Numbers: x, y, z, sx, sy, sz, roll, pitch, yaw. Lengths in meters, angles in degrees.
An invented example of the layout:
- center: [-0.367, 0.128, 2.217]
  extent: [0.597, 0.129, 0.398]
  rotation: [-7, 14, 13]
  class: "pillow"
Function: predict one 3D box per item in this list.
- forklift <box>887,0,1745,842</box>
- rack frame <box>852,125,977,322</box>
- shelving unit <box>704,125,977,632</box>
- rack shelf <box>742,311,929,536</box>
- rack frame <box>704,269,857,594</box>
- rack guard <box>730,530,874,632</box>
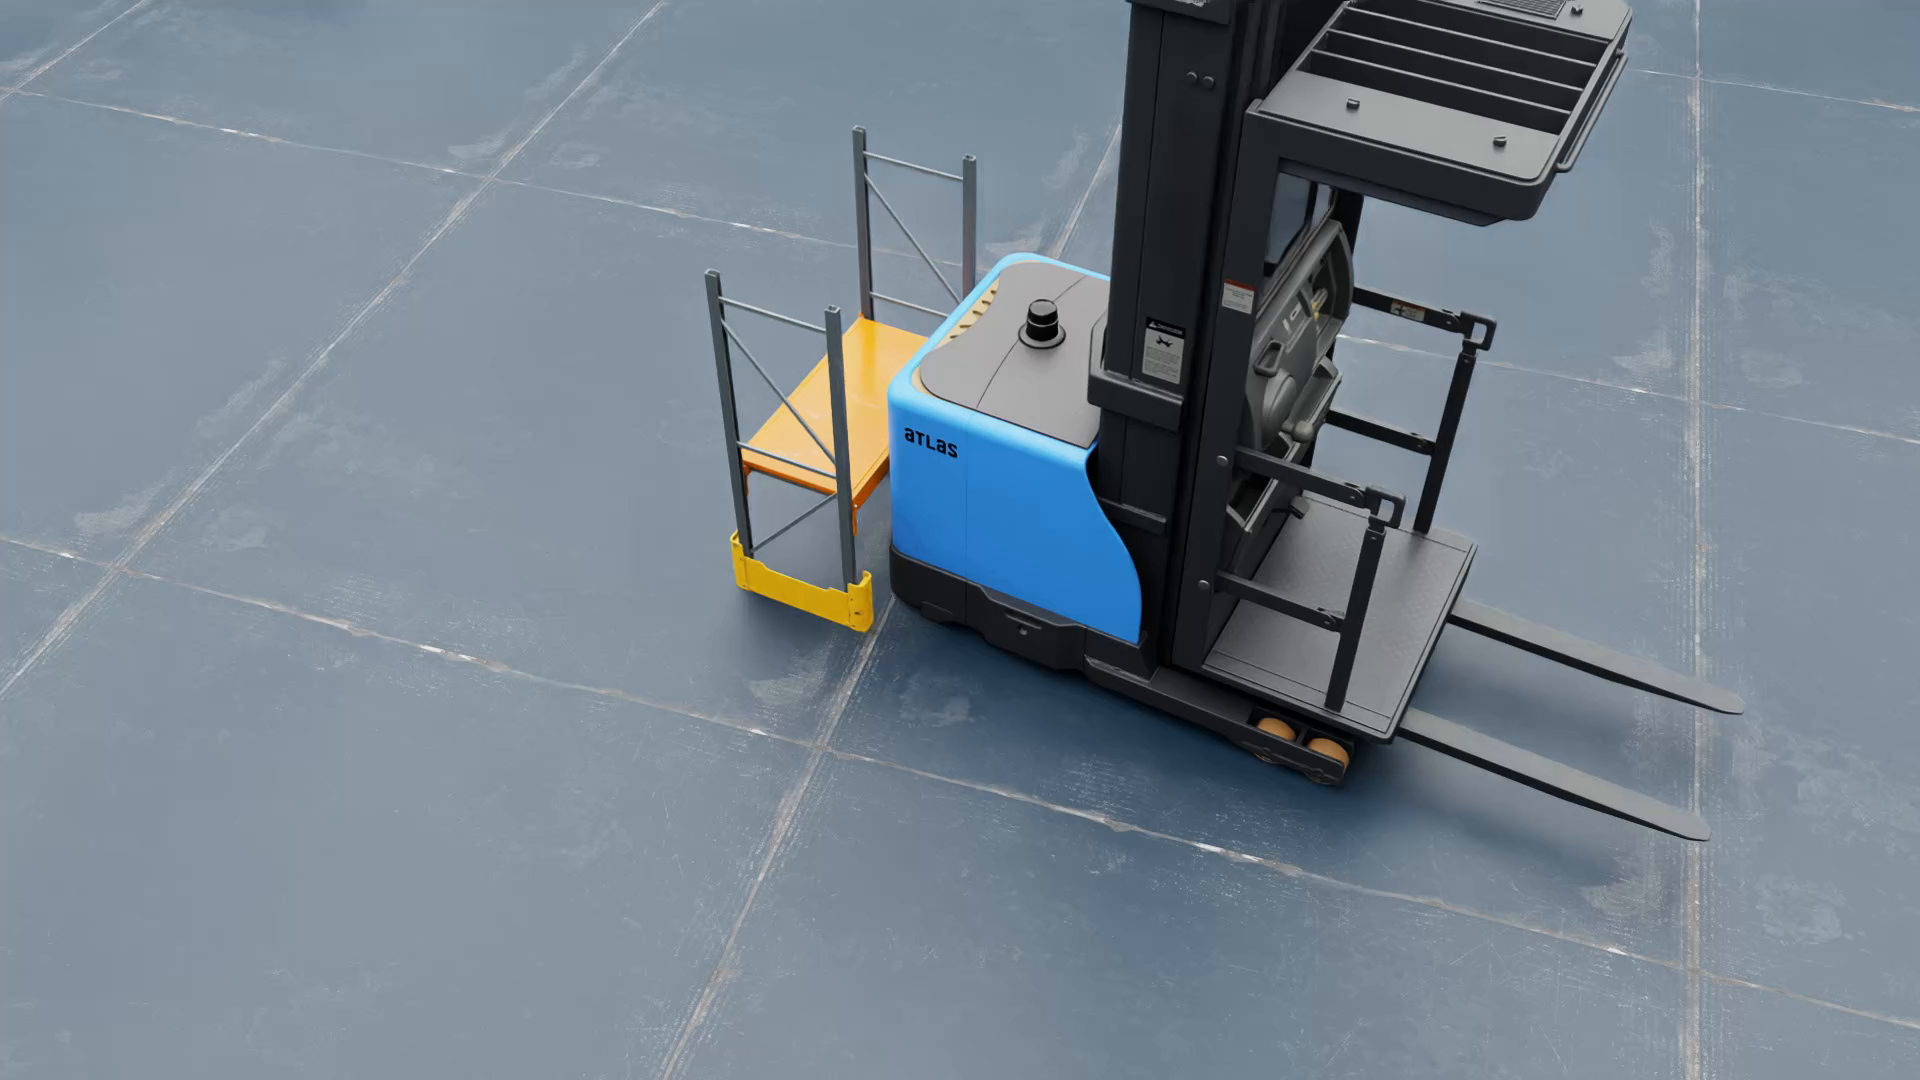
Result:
- center: [1.272, -0.615, 5.283]
  extent: [3.031, 2.935, 1.130]
  rotation: [21, 48, 20]
  class: "forklift"
- center: [-0.170, -0.919, 6.617]
  extent: [0.500, 1.500, 0.032]
  rotation: [19, 47, 18]
  class: "rack frame"
- center: [-0.390, -0.606, 6.297]
  extent: [0.587, 1.500, 1.083]
  rotation: [19, 47, 18]
  class: "shelving unit"
- center: [-0.394, -0.471, 6.417]
  extent: [0.538, 0.185, 1.000]
  rotation: [19, 47, 18]
  class: "rack shelf"
- center: [-0.618, -0.281, 5.965]
  extent: [0.500, 1.500, 0.032]
  rotation: [19, 47, 18]
  class: "rack frame"
- center: [-0.609, 0.154, 6.414]
  extent: [0.587, 0.250, 0.087]
  rotation: [19, 47, 18]
  class: "rack guard"
